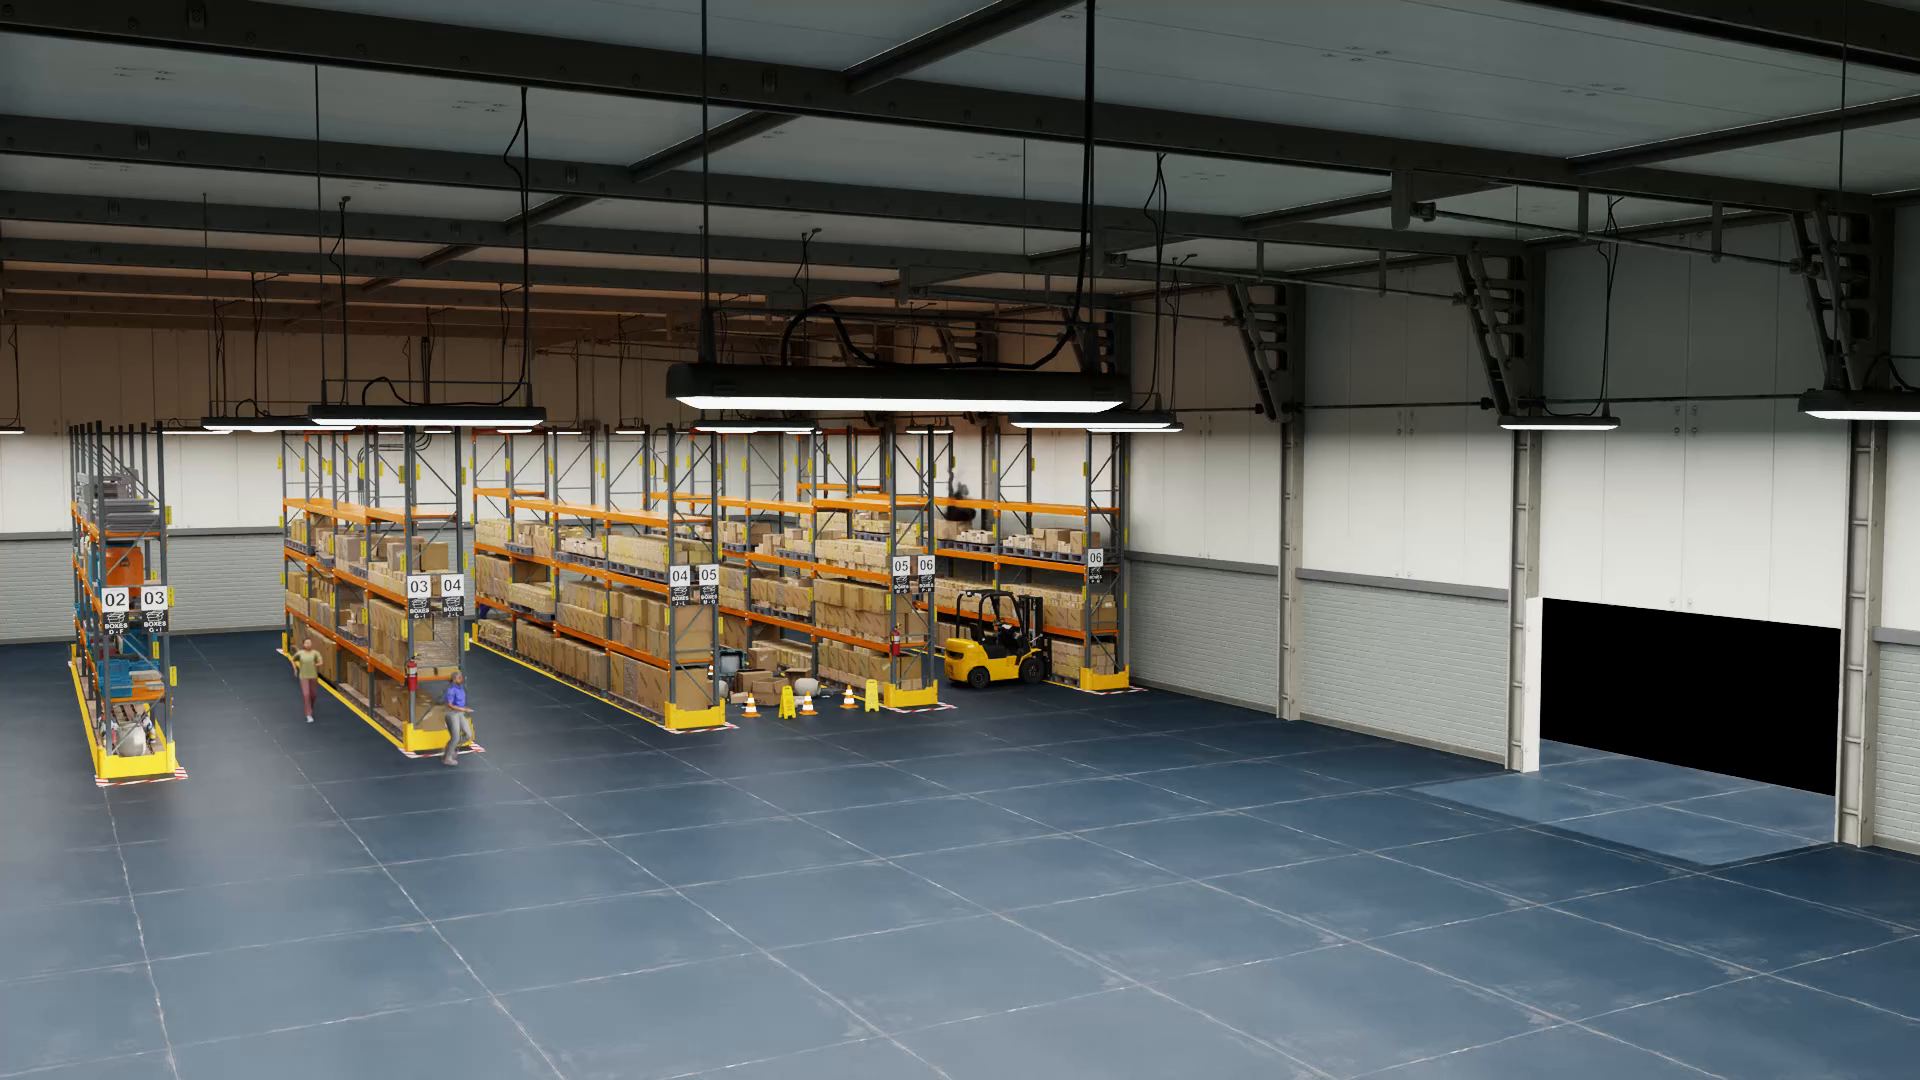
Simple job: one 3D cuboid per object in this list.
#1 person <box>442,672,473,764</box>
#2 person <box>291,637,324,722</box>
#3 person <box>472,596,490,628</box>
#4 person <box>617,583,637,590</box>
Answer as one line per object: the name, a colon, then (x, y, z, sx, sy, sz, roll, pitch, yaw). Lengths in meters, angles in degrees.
person: (-8.783, 3.113, 29.185, 0.584, 1.621, 0.613, 1, 4, 12)
person: (-13.150, 2.788, 33.568, 0.574, 1.655, 0.969, -2, 4, -32)
person: (-13.747, 1.950, 48.037, 0.617, 1.723, 0.750, 3, 5, 38)
person: (-10.057, 1.754, 50.280, 0.705, 1.761, 0.716, -1, 4, -8)
